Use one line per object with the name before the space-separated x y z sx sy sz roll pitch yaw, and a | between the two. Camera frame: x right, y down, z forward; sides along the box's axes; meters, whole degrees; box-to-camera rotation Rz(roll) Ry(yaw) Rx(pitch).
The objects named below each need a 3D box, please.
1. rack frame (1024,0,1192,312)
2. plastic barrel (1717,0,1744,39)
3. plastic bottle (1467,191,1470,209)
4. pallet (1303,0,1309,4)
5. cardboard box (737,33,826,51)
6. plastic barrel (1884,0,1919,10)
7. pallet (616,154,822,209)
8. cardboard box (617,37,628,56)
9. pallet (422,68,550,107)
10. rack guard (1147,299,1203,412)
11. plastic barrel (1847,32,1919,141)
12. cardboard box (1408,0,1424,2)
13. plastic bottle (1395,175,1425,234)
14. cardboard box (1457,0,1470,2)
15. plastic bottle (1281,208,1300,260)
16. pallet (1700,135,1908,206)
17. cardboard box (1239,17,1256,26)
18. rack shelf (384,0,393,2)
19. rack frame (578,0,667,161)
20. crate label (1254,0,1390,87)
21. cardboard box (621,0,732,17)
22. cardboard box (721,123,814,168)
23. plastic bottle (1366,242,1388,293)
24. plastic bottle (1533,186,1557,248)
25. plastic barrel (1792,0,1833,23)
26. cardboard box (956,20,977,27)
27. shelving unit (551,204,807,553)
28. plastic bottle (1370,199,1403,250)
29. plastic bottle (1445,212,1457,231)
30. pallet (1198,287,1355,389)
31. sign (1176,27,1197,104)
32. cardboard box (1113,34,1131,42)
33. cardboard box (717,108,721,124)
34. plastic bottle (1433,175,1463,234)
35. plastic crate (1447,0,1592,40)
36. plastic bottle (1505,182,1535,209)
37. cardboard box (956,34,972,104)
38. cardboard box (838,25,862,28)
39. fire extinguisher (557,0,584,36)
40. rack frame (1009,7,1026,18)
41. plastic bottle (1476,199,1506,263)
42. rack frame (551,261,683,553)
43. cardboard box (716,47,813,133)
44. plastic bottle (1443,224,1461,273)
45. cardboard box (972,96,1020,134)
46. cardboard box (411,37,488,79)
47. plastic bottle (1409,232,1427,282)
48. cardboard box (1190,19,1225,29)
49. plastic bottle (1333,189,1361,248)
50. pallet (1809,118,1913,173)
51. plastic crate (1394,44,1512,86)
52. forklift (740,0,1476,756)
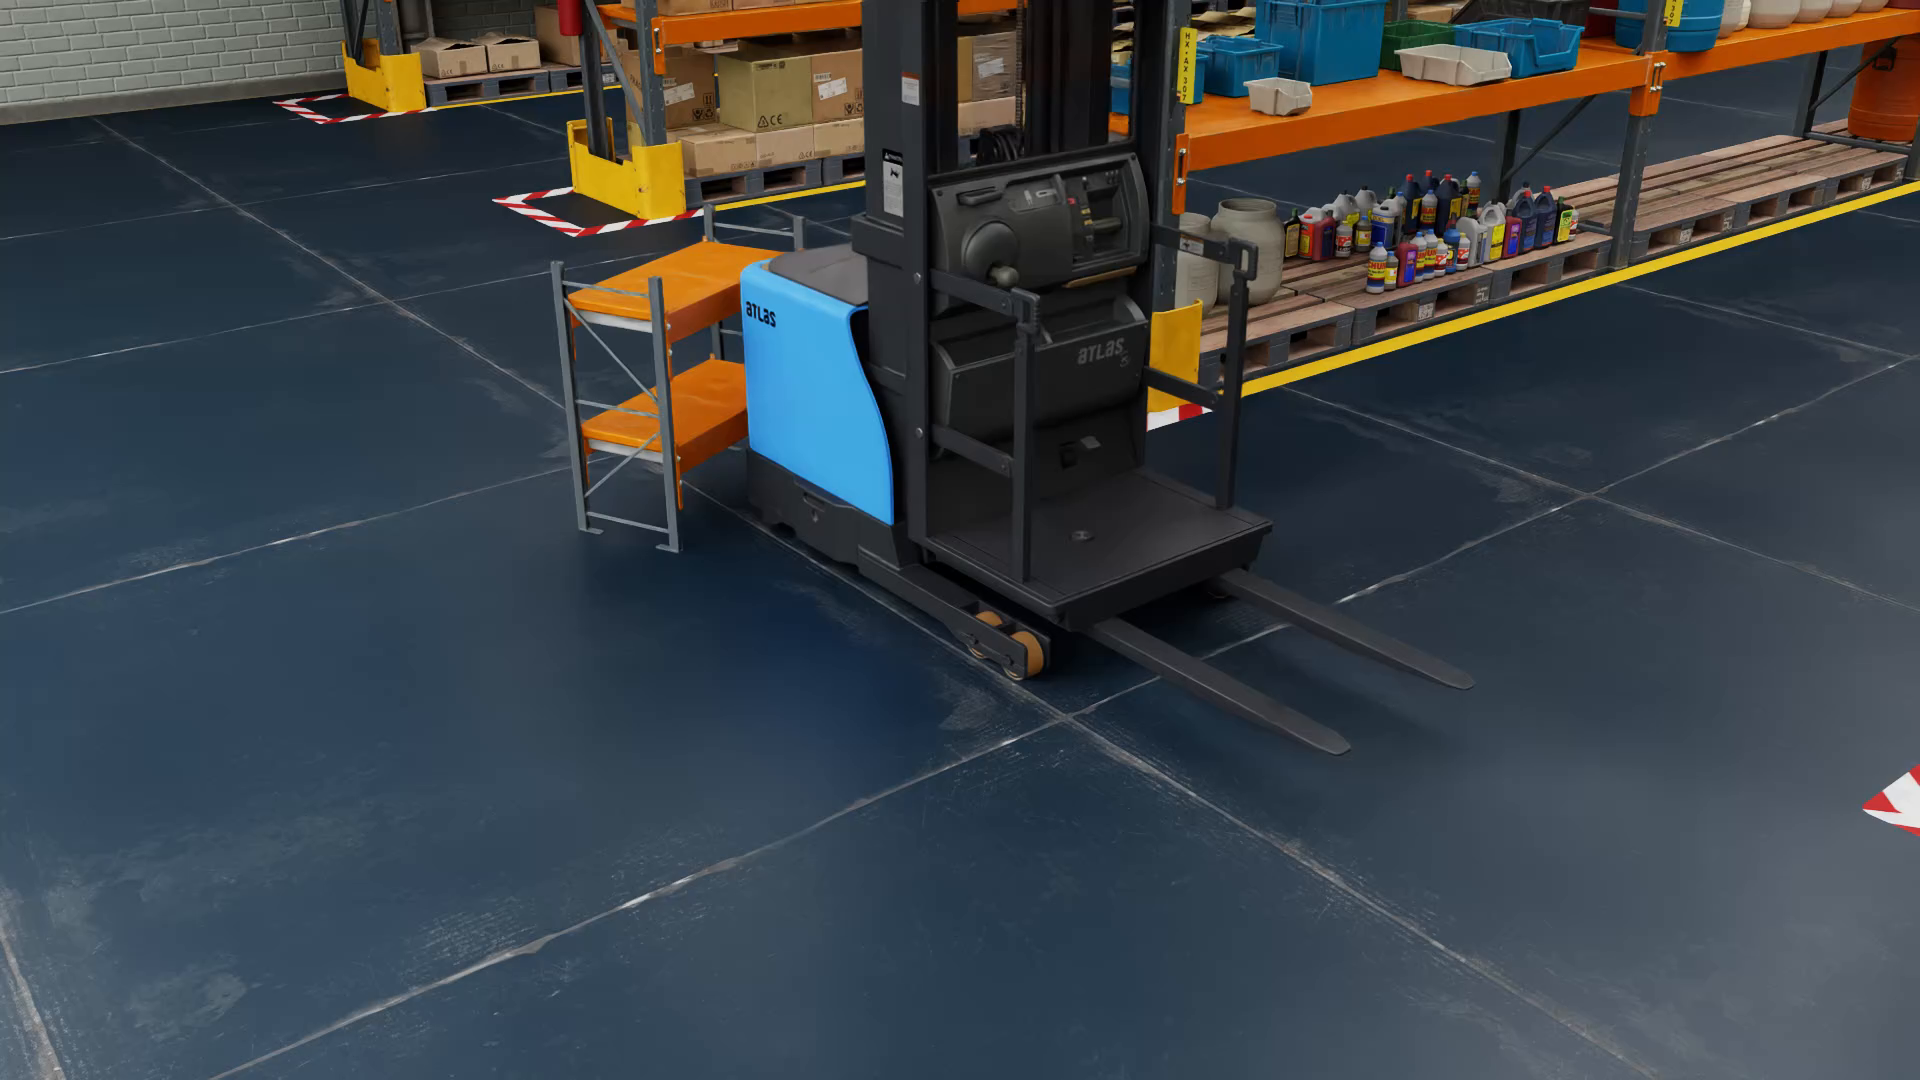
rack frame | 0.675 -2.173 7.869 0.127 3.000 1.000 -18 31 -34
plastic barrel | 4.711 -3.449 10.458 0.433 0.535 0.433 0 25 0
plastic bottle | 3.222 -2.178 10.682 0.097 0.201 0.097 0 25 0
pallet | 4.652 -7.479 22.614 1.213 0.211 1.003 -18 31 -34
cardboard box | -1.362 -3.601 12.822 0.500 0.500 0.500 -18 31 -34
plastic barrel | 6.792 -4.092 11.842 0.708 0.536 0.600 -18 31 -34
pallet | -1.802 -2.762 12.451 1.213 0.211 1.003 -18 31 -34
cardboard box | -3.561 -4.991 16.806 0.250 0.149 0.380 -21 32 -38
pallet | -4.717 -4.409 15.999 1.213 0.211 1.003 -18 31 -34
rack guard | 0.706 -1.074 8.471 0.348 0.500 1.175 -18 31 -34
plastic barrel | 7.345 -3.590 13.001 0.708 0.830 0.600 -18 31 -34
cardboard box | 4.550 -5.635 16.886 0.500 0.250 0.500 -17 30 -32
plastic bottle | 2.783 -2.089 10.311 0.185 0.351 0.144 -20 31 -36
cardboard box | 5.258 -5.249 16.943 0.500 0.500 0.500 -19 31 -35
plastic bottle | 1.931 -1.799 9.767 0.133 0.283 0.061 -17 30 -33
pallet | 6.337 -2.798 12.528 1.213 0.211 1.003 -18 31 -34
cardboard box | 2.853 -4.606 15.212 0.500 0.311 0.500 -18 31 -34
rack shelf | -3.864 -5.648 16.211 4.000 0.370 1.077 -18 31 -34
rack frame | -2.378 -3.815 11.406 0.127 3.000 1.000 -18 31 -34
crate label | 1.957 -2.757 9.085 0.616 0.435 0.502 -18 31 -34
cardboard box | -2.003 -3.977 11.638 0.500 0.500 0.700 -18 31 -34
cardboard box | -1.428 -2.955 12.321 0.500 0.250 0.500 -18 31 -34
plastic bottle | 2.294 -1.503 9.143 0.097 0.271 0.097 0 25 0
plastic bottle | 3.494 -1.947 10.006 0.185 0.351 0.144 -19 31 -35
plastic barrel | 5.629 -3.752 11.111 0.433 0.535 0.433 0 25 0
cardboard box | -0.177 -3.988 13.656 0.500 0.500 0.500 -18 31 -34
shelving unit | -1.110 -0.702 6.927 0.538 1.125 1.048 12 27 24
plastic bottle | 2.560 -1.902 9.998 0.135 0.276 0.152 -18 31 -34
plastic bottle | 2.892 -1.777 9.720 0.133 0.283 0.061 -18 31 -34
pallet | 1.349 -1.153 8.983 1.213 0.211 1.003 -18 31 -34
sign | 1.011 -2.115 7.415 0.005 0.325 0.100 -18 31 -34
cardboard box | 1.645 -4.205 14.348 0.500 0.311 0.500 -19 31 -35
cardboard box | -1.753 -3.129 12.696 0.500 0.250 0.500 -18 31 -34
plastic bottle | 3.021 -2.090 10.314 0.185 0.351 0.144 -18 31 -34
plastic crate | 3.332 -3.090 9.918 0.504 0.338 0.767 -18 31 -34
plastic bottle | 3.405 -1.995 10.109 0.185 0.351 0.144 -18 31 -34
cardboard box | -0.253 -3.687 13.008 0.500 0.500 0.500 -18 31 -34
cardboard box | -1.346 -5.907 18.362 0.500 0.500 0.700 -19 31 -35
fire extinguisher | -2.758 -3.903 11.688 0.183 0.674 0.296 -18 31 -34
rack frame | 0.769 -4.854 13.645 0.127 3.000 1.000 -18 31 -34
plastic bottle | 3.089 -1.813 9.718 0.185 0.351 0.144 -18 31 -34
rack frame | -1.339 -0.511 6.515 0.500 1.125 0.032 12 27 24
cardboard box | -1.427 -3.294 12.162 0.500 0.500 0.500 -18 31 -34
plastic bottle | 2.802 -1.670 9.504 0.097 0.271 0.097 0 25 0
cardboard box | 0.140 -3.478 13.447 0.500 0.250 0.500 -18 31 -34
cardboard box | -4.838 -4.585 15.737 0.500 0.311 0.500 -23 33 -40
plastic bottle | 2.564 -1.592 9.335 0.097 0.271 0.097 0 25 0
cardboard box | 2.108 -4.647 15.301 0.500 0.311 0.500 -19 31 -35
plastic bottle | 2.302 -1.930 9.969 0.185 0.351 0.144 -17 30 -32
pallet | 7.565 -3.205 13.405 1.213 0.211 1.003 -18 31 -34
plastic crate | 2.701 -2.587 9.073 0.437 0.136 0.530 -18 31 -34
forklift | 0.427 -1.084 5.605 1.130 2.935 3.031 -19 31 -34
